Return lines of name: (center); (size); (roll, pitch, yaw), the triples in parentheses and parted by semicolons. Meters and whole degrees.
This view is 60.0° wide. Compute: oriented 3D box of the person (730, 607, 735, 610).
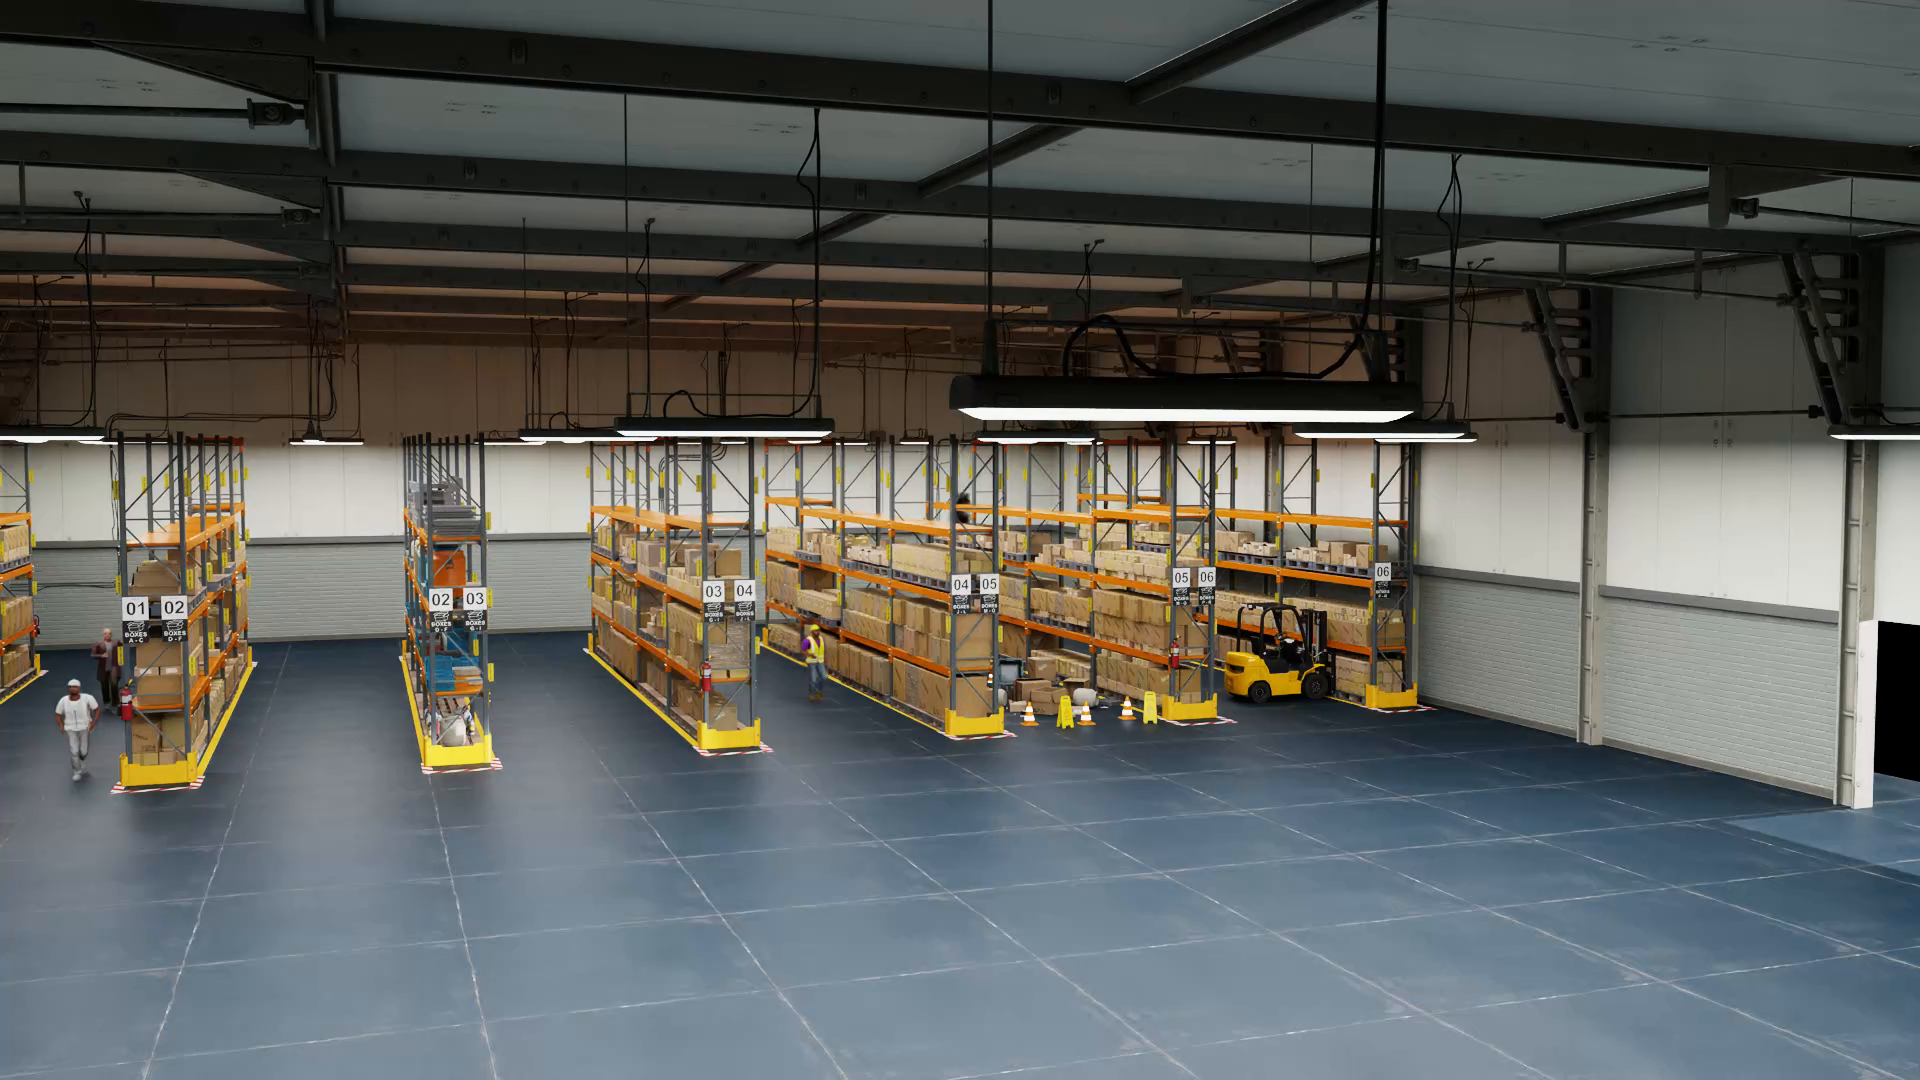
person: (-6.507, 2.293, 46.925); (0.620, 1.709, 0.742); (0, 3, -9)

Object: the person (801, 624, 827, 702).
person: (-3.245, 2.781, 37.415); (0.697, 1.764, 0.665); (-2, 4, -31)

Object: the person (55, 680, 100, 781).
person: (-15.276, 3.269, 28.781); (0.693, 1.731, 0.557); (-1, 3, -22)

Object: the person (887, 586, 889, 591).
person: (-1.901, 2.068, 46.050); (0.583, 1.671, 0.791); (-3, 4, -41)

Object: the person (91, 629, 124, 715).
person: (-18.428, 2.832, 35.995); (0.672, 1.842, 0.863); (-1, 3, -25)
